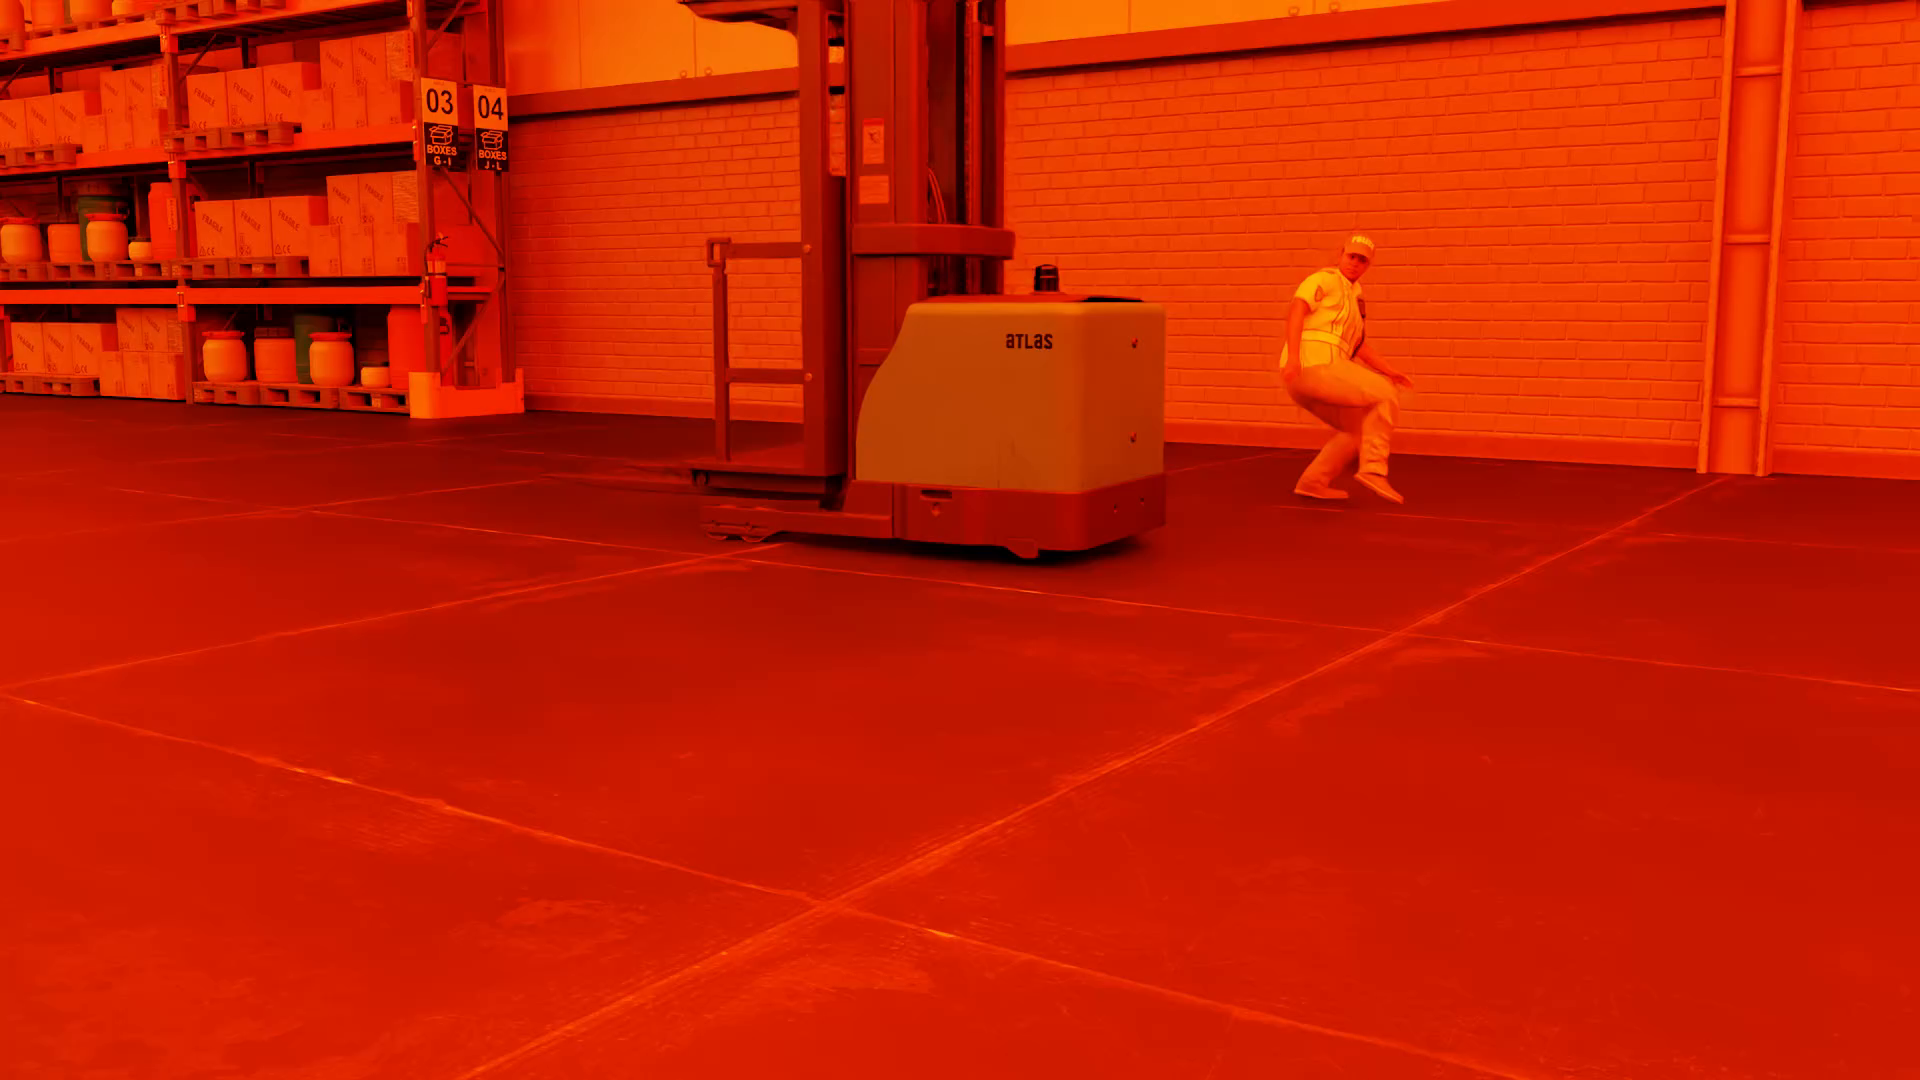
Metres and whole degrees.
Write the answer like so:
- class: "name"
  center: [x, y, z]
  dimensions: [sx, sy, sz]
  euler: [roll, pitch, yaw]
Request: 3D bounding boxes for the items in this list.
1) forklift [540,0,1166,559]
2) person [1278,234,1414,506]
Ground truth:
- class: "forklift"
  center: [-0.607, -1.495, 7.704]
  dimensions: [3.031, 2.935, 1.130]
  euler: [4, 9, 28]
- class: "person"
  center: [2.078, -0.912, 8.963]
  dimensions: [0.718, 1.463, 0.708]
  euler: [2, 8, 15]
